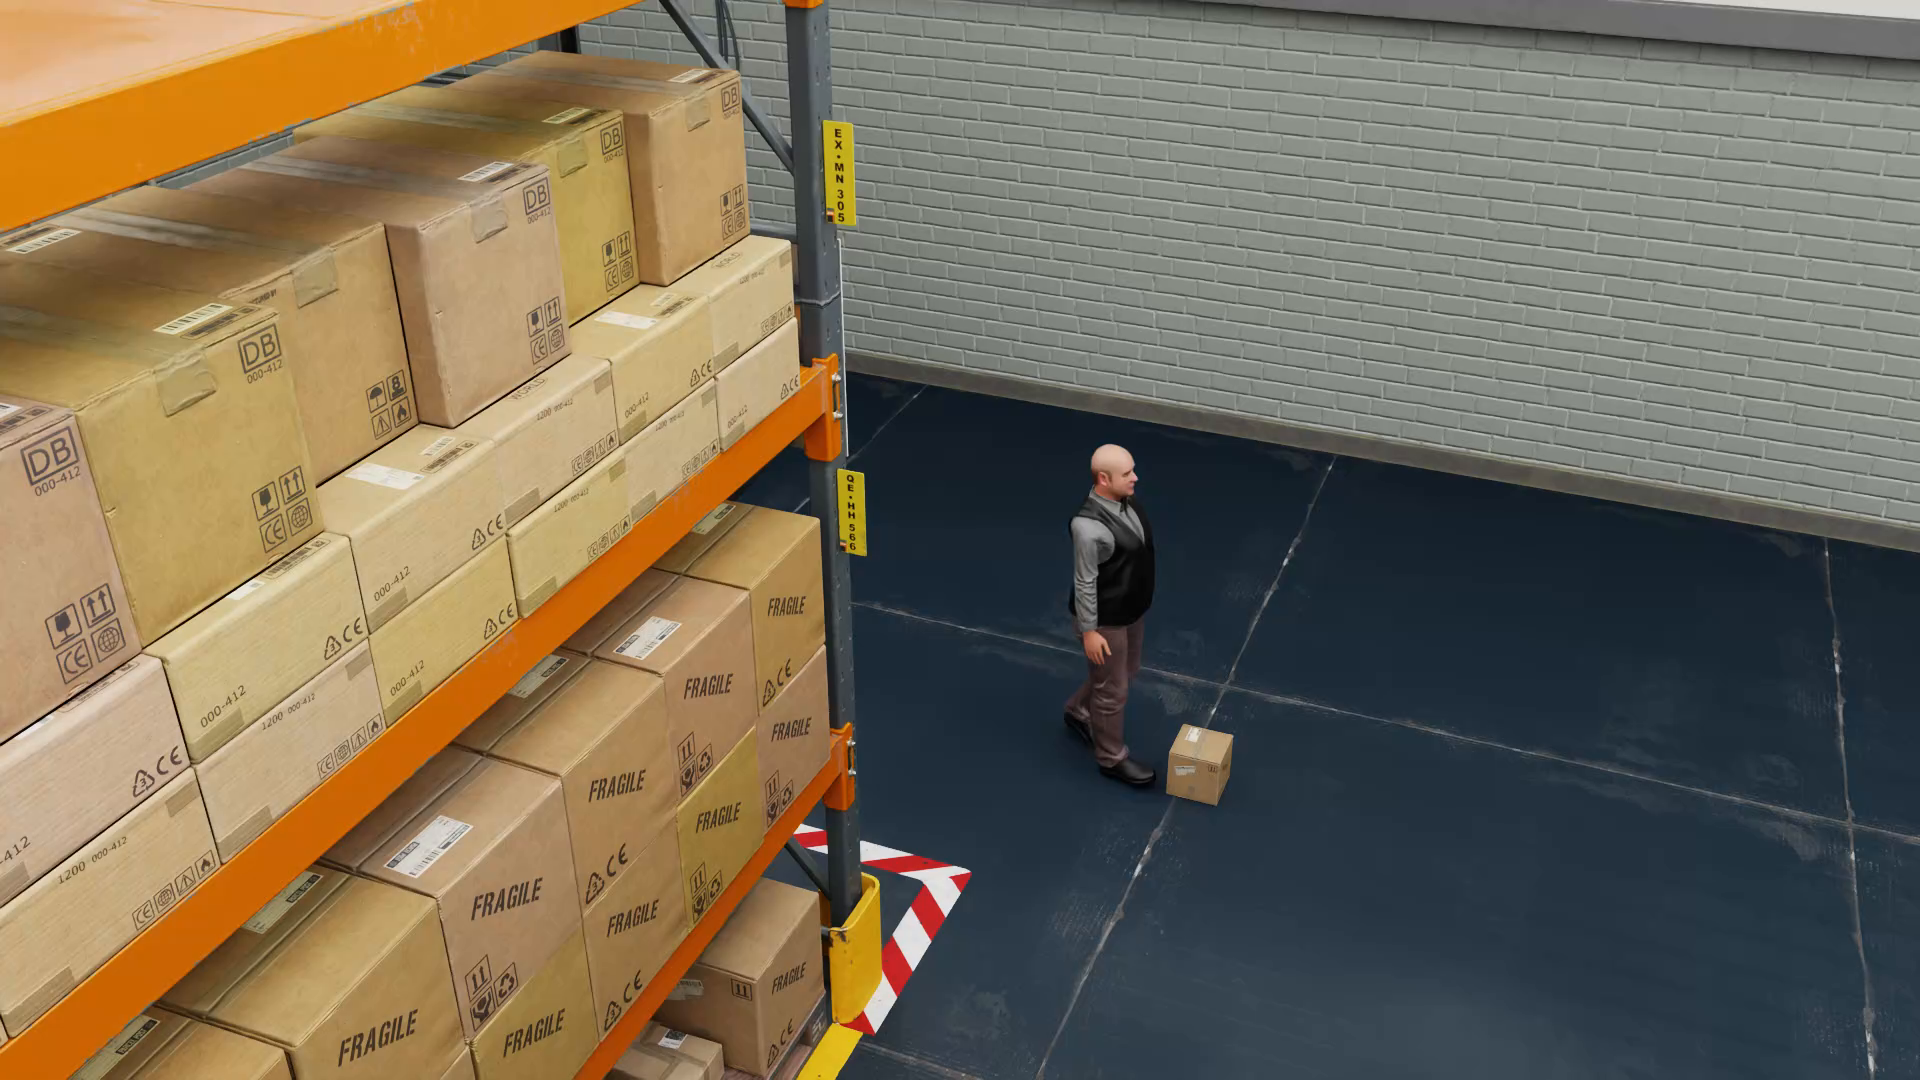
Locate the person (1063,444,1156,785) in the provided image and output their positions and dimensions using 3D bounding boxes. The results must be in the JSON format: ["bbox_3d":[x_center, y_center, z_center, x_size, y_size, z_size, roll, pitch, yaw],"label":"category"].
[{"bbox_3d":[0.713,0.356,7.803,0.599,1.738,0.567,15,33,25],"label":"person"}]
